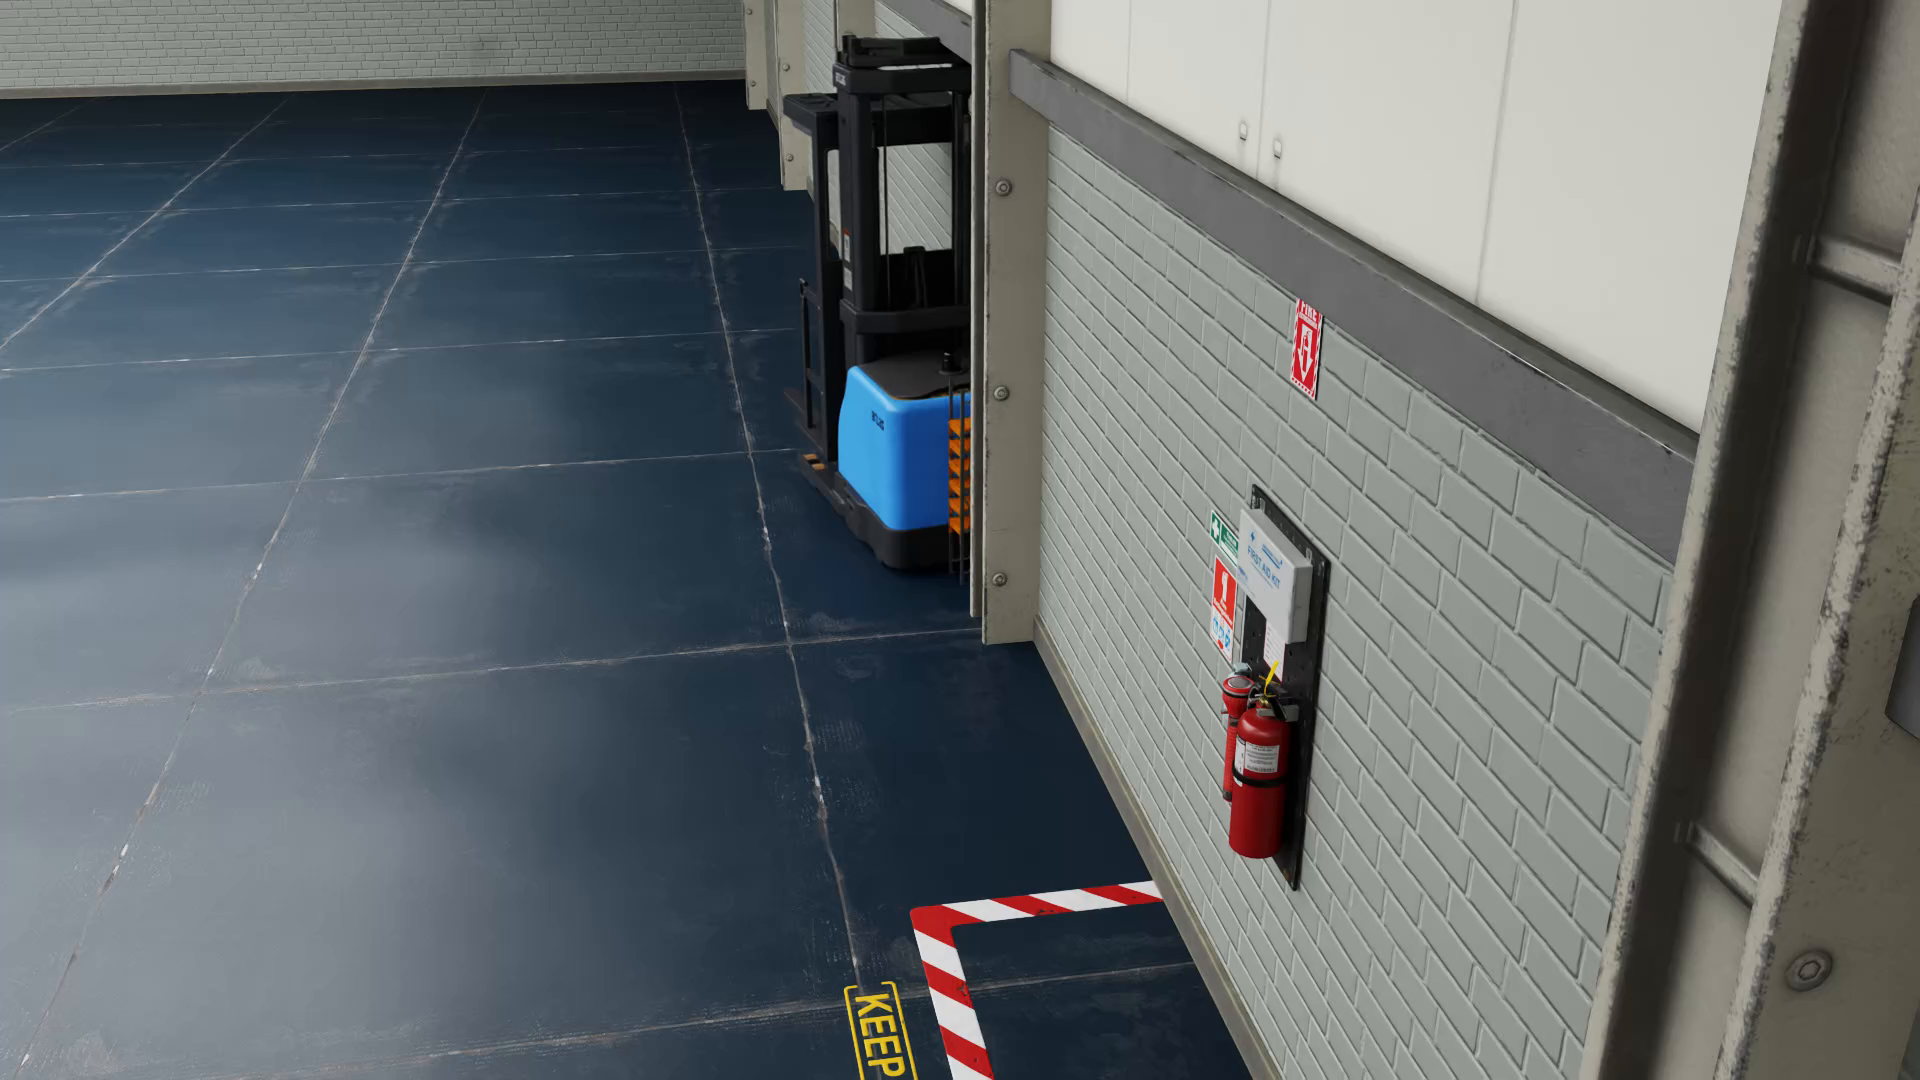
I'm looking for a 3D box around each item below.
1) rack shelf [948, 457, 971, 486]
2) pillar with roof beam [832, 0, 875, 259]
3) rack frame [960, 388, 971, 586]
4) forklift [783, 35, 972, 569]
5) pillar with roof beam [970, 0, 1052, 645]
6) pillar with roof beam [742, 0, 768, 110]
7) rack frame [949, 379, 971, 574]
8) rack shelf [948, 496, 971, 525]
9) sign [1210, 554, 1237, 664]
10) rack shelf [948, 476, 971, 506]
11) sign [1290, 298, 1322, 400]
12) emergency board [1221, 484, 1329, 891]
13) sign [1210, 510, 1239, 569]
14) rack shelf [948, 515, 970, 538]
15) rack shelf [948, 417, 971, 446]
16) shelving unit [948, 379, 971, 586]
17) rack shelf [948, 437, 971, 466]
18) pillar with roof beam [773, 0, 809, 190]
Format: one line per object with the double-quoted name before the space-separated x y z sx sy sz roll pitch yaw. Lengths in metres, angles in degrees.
"rack shelf" 0.084 -0.403 9.483 0.258 0.103 0.180 -9 25 -19
"pillar with roof beam" -5.096 -5.690 12.036 9.100 9.000 0.400 -4 24 -10
"rack frame" 0.116 -0.299 9.435 0.240 1.200 0.006 -9 25 -19
"forklift" -0.446 -1.736 10.563 1.130 2.935 3.031 -9 25 -19
"pillar with roof beam" -3.986 -3.330 6.632 9.100 9.000 0.400 -4 24 -10
"pillar with roof beam" -7.315 -10.411 22.843 9.100 9.000 0.400 -4 24 -10
"rack frame" 0.051 -0.368 9.592 0.240 1.200 0.006 -9 25 -19
"rack shelf" 0.083 -0.183 9.579 0.258 0.103 0.180 -9 25 -19
"sign" 0.934 0.244 5.899 0.001 0.329 0.234 -4 24 -10
"rack shelf" 0.083 -0.293 9.531 0.258 0.103 0.180 -9 25 -19
"sign" 1.031 -0.588 4.951 0.001 0.298 0.199 -4 24 -10
"emergency board" 0.935 0.485 5.391 0.194 1.169 0.643 -4 24 -10
"sign" 0.926 0.003 5.788 0.001 0.109 0.331 -4 24 -10
"rack shelf" 0.083 -0.073 9.627 0.258 0.103 0.180 -9 25 -19
"rack shelf" 0.084 -0.623 9.387 0.258 0.103 0.180 -9 25 -19
"shelving unit" 0.084 -0.333 9.513 0.258 1.200 0.189 -9 25 -19
"rack shelf" 0.084 -0.513 9.435 0.258 0.103 0.180 -9 25 -19
"pillar with roof beam" -6.205 -8.051 17.440 9.100 9.000 0.400 -4 24 -10
